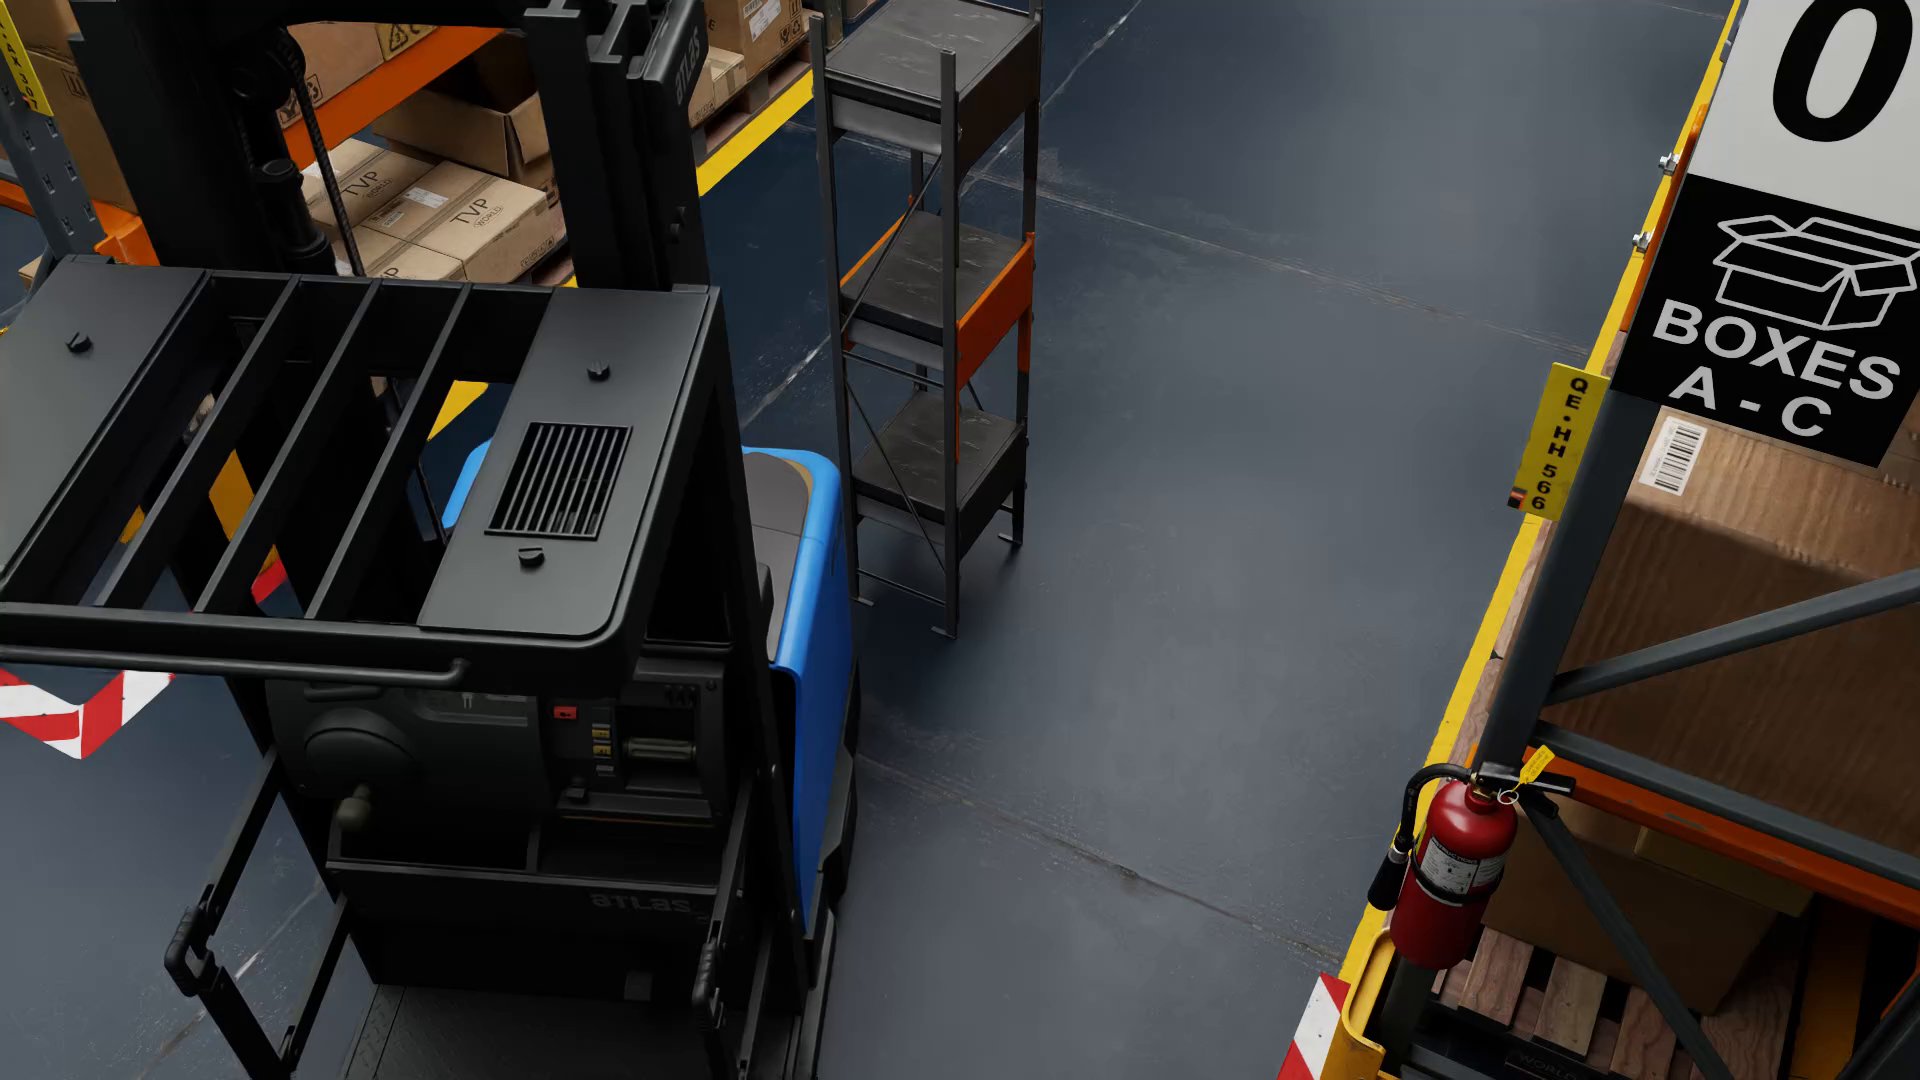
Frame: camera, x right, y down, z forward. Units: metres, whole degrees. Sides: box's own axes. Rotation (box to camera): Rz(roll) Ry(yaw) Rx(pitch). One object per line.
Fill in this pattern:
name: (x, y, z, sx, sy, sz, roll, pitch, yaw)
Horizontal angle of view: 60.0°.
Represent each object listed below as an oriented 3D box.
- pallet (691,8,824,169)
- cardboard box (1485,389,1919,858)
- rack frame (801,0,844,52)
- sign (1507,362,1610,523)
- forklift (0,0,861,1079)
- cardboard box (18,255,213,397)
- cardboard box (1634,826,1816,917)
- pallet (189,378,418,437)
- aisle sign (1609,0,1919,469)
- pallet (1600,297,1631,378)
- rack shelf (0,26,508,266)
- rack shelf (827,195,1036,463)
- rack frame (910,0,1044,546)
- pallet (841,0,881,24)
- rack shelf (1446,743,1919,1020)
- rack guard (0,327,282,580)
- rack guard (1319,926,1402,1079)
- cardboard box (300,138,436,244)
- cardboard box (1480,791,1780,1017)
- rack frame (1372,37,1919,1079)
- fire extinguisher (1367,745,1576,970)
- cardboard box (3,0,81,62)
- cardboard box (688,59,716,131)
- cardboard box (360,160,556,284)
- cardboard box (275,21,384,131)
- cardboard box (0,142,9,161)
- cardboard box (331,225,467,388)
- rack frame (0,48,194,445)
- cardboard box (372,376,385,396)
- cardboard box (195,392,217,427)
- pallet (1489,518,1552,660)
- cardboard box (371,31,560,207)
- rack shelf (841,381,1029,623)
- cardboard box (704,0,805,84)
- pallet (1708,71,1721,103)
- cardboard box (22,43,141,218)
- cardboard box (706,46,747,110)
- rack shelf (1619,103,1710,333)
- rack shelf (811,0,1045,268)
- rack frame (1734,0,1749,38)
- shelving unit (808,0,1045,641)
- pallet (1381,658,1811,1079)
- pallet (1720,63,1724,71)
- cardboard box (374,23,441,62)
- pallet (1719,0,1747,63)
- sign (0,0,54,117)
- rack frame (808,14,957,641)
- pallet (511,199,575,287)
pallet: (-1.363, -2.222, 7.798, 1.003, 0.211, 1.213, 20, 49, 19)
cardboard box: (1.717, 0.089, 3.343, 0.980, 0.700, 0.700, 23, 50, 21)
rack frame: (-1.044, -3.635, 7.233, 1.000, 3.000, 0.127, 20, 49, 19)
sign: (1.015, -0.160, 2.818, 0.100, 0.325, 0.005, 20, 49, 19)
forklift: (-0.944, 0.502, 3.193, 1.130, 2.935, 3.031, 3, 45, 3)
cardboard box: (-2.866, -0.814, 5.894, 0.500, 0.500, 0.500, 20, 49, 19)
cardboard box: (1.844, 0.692, 3.963, 0.380, 0.149, 0.250, 21, 49, 19)
pallet: (-2.496, -0.685, 6.279, 1.003, 0.211, 1.213, 20, 49, 19)
aisle sign: (1.190, -0.449, 2.257, 0.394, 0.787, 0.004, 20, 49, 19)
pallet: (2.923, -0.568, 6.163, 1.003, 0.211, 1.213, 20, 49, 19)
rack shelf: (-1.972, -2.122, 6.244, 1.077, 0.370, 4.000, 20, 49, 19)
rack shelf: (-0.077, -0.624, 4.910, 0.431, 0.518, 0.480, 20, 49, 19)
rack frame: (0.036, -0.788, 5.052, 0.400, 2.100, 0.015, 20, 49, 19)
pallet: (-0.700, -3.179, 8.744, 1.003, 0.211, 1.213, 20, 49, 19)
rack shelf: (2.417, -0.489, 4.630, 1.077, 0.370, 4.000, 20, 49, 19)
rack guard: (-2.865, -0.284, 5.679, 1.175, 0.500, 0.348, 20, 49, 19)
rack guard: (1.478, 1.412, 4.003, 1.175, 0.500, 0.348, 20, 49, 19)
cardboard box: (-2.399, -1.315, 6.565, 0.500, 0.250, 0.500, 20, 49, 19)
cardboard box: (1.725, 0.776, 4.337, 0.700, 0.500, 0.500, 20, 49, 19)
rack frame: (1.489, 0.519, 3.129, 1.000, 3.000, 0.127, 20, 49, 19)
fire extinguisher: (1.010, 0.619, 3.345, 0.296, 0.674, 0.183, 20, 49, 19)
cardboard box: (-2.461, -1.694, 4.542, 0.500, 0.500, 0.500, 22, 49, 20)
cardboard box: (-1.405, -1.919, 7.119, 0.500, 0.311, 0.500, 20, 49, 19)
cardboard box: (-1.933, -1.182, 6.433, 0.500, 0.250, 0.500, 20, 49, 19)
cardboard box: (-2.226, -1.669, 5.220, 0.500, 0.500, 0.500, 20, 49, 19)
cardboard box: (-2.934, -1.522, 5.075, 0.500, 0.500, 0.500, 22, 49, 20)
cardboard box: (-2.165, -0.867, 6.121, 0.500, 0.250, 0.500, 20, 49, 19)
rack frame: (-2.901, -1.115, 4.743, 1.000, 3.000, 0.127, 20, 49, 19)
cardboard box: (-2.286, -0.581, 5.898, 0.380, 0.166, 0.250, 20, 49, 19)
cardboard box: (-2.402, -0.417, 5.749, 0.380, 0.149, 0.250, 20, 49, 19)
pallet: (2.358, 0.204, 5.400, 1.003, 0.211, 1.213, 20, 49, 19)
cardboard box: (-1.911, -1.726, 6.793, 0.797, 0.503, 0.637, 20, 49, 19)
rack shelf: (-0.077, -0.132, 5.408, 0.431, 0.518, 0.480, 20, 49, 19)
cardboard box: (-1.057, -2.458, 7.518, 0.500, 0.500, 0.500, 20, 49, 19)
pallet: (3.637, -1.532, 7.116, 1.003, 0.211, 1.213, 20, 49, 19)
cardboard box: (-2.461, -1.342, 4.897, 0.500, 0.500, 0.500, 21, 49, 20)
cardboard box: (-1.178, -2.078, 7.390, 0.380, 0.149, 0.250, 20, 49, 19)
rack shelf: (2.417, -1.543, 3.563, 1.077, 0.370, 4.000, 20, 49, 19)
rack shelf: (-0.077, -1.116, 4.412, 0.431, 0.518, 0.480, 20, 49, 19)
rack frame: (1.489, -1.590, 0.995, 1.000, 3.000, 0.127, 20, 49, 19)
shelving unit: (-0.077, -0.634, 4.900, 0.431, 2.100, 0.503, 20, 49, 19)
pallet: (1.791, 0.969, 4.644, 1.003, 0.211, 1.213, 20, 49, 19)
pallet: (4.202, -2.304, 7.878, 1.003, 0.211, 1.213, 20, 49, 19)
cardboard box: (-1.991, -1.984, 5.532, 0.500, 0.500, 0.500, 20, 49, 19)
pallet: (1.824, -0.976, 2.558, 1.003, 0.211, 1.213, 20, 49, 19)
sign: (-2.420, -1.240, 4.258, 0.100, 0.325, 0.005, 20, 49, 19)
rack frame: (-0.190, -0.480, 4.748, 0.400, 2.100, 0.015, 20, 49, 19)
pallet: (-1.929, -1.450, 7.035, 1.003, 0.211, 1.213, 20, 49, 19)
